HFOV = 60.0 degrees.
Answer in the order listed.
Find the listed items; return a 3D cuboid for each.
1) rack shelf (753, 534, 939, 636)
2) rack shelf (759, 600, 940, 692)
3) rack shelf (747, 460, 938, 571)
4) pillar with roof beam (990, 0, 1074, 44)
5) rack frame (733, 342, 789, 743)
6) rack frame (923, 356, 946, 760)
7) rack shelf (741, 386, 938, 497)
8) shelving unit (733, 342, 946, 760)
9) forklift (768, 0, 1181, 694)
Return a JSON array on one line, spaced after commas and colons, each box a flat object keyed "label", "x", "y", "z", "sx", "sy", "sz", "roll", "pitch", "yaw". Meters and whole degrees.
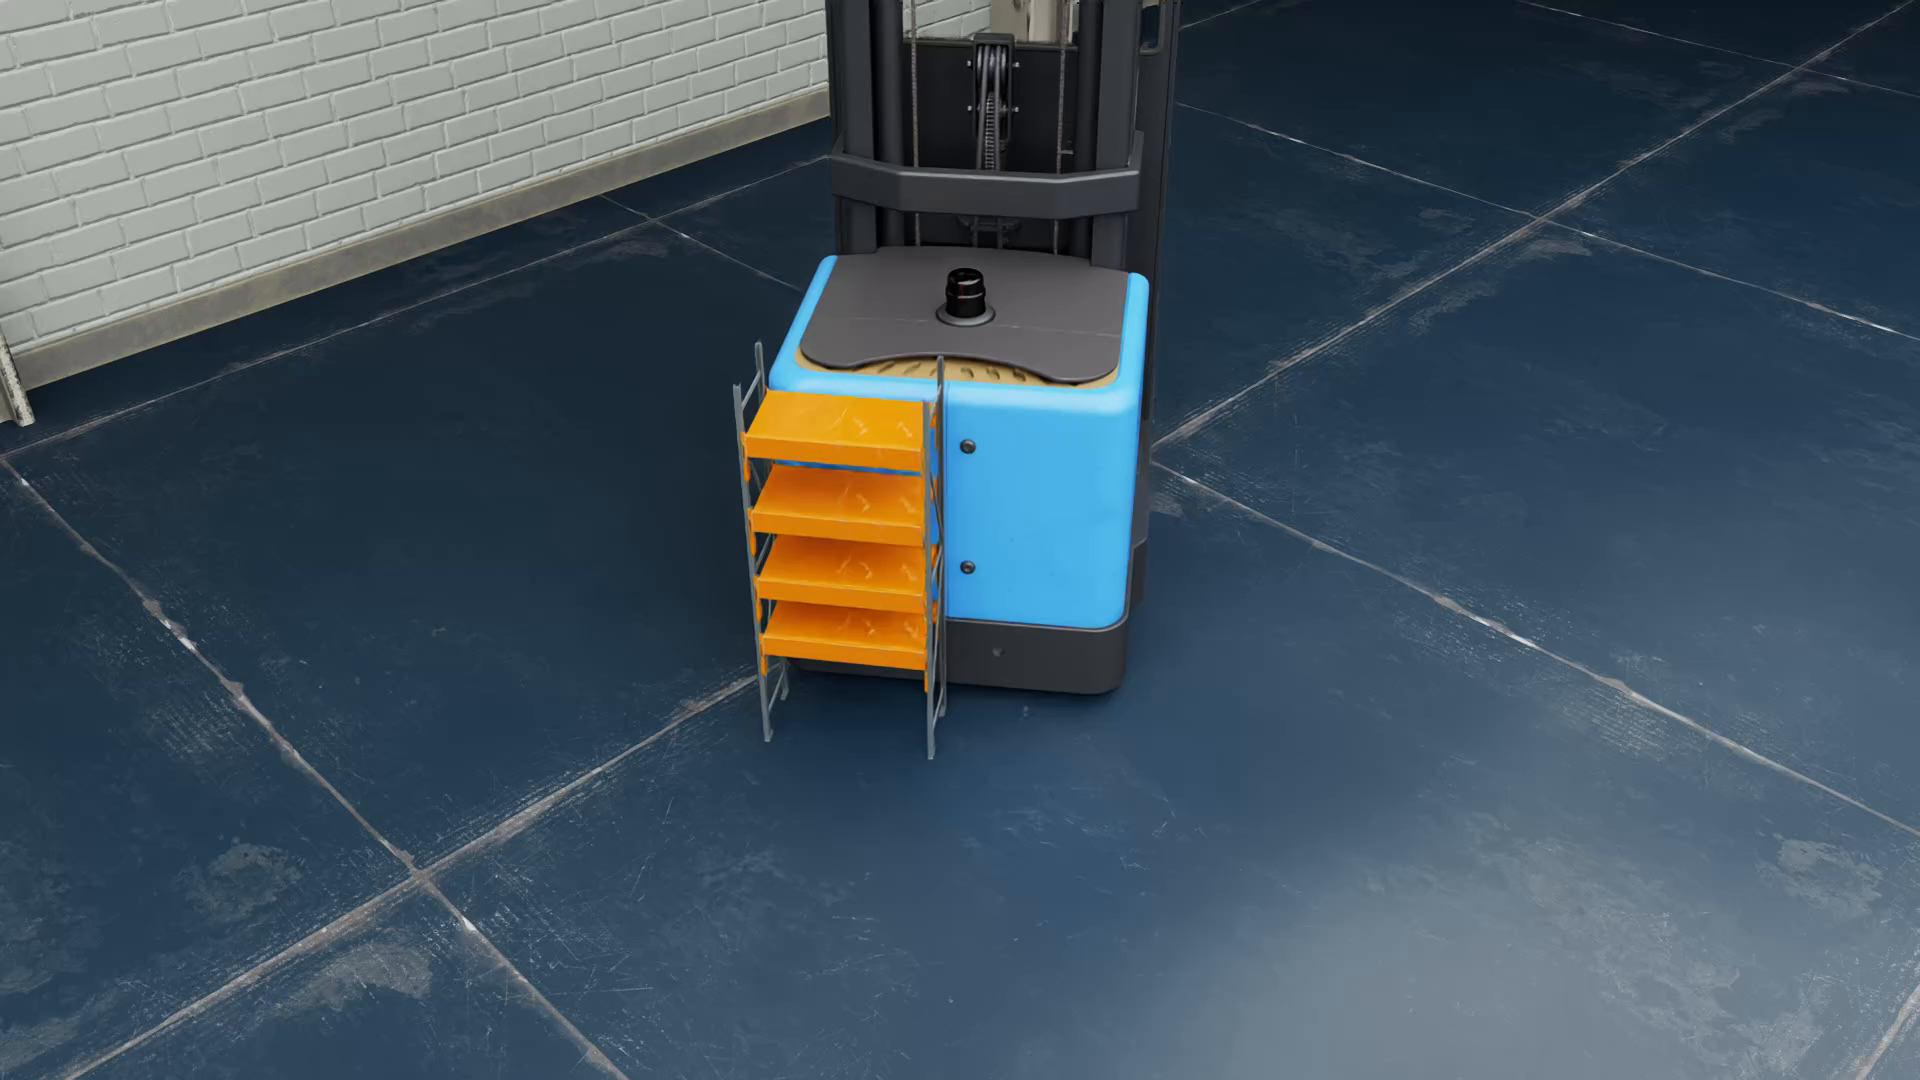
[{"label": "rack shelf", "x": -0.308, "y": 0.113, "z": 4.656, "sx": 0.480, "sy": 0.148, "sz": 0.258, "roll": 5, "pitch": 35, "yaw": 7}, {"label": "rack shelf", "x": -0.308, "y": 0.276, "z": 4.770, "sx": 0.480, "sy": 0.148, "sz": 0.258, "roll": 5, "pitch": 35, "yaw": 7}, {"label": "rack shelf", "x": -0.309, "y": -0.070, "z": 4.527, "sx": 0.480, "sy": 0.148, "sz": 0.258, "roll": 5, "pitch": 35, "yaw": 7}, {"label": "pillar with roof beam", "x": 3.477, "y": -4.829, "z": 4.808, "sx": 9.100, "sy": 9.000, "sz": 0.400, "roll": 30, "pitch": 45, "yaw": 35}, {"label": "rack frame", "x": -0.550, "y": 0.036, "z": 4.648, "sx": 0.015, "sy": 1.200, "sz": 0.240, "roll": 5, "pitch": 35, "yaw": 7}, {"label": "rack frame", "x": -0.067, "y": 0.080, "z": 4.586, "sx": 0.015, "sy": 1.200, "sz": 0.240, "roll": 5, "pitch": 35, "yaw": 7}, {"label": "rack shelf", "x": -0.309, "y": -0.264, "z": 4.391, "sx": 0.480, "sy": 0.148, "sz": 0.258, "roll": 5, "pitch": 35, "yaw": 7}, {"label": "shelving unit", "x": -0.309, "y": 0.058, "z": 4.617, "sx": 0.503, "sy": 1.200, "sz": 0.258, "roll": 5, "pitch": 35, "yaw": 7}, {"label": "forklift", "x": 0.162, "y": -1.572, "z": 5.442, "sx": 1.130, "sy": 2.935, "sz": 3.031, "roll": 4, "pitch": 35, "yaw": 6}]
